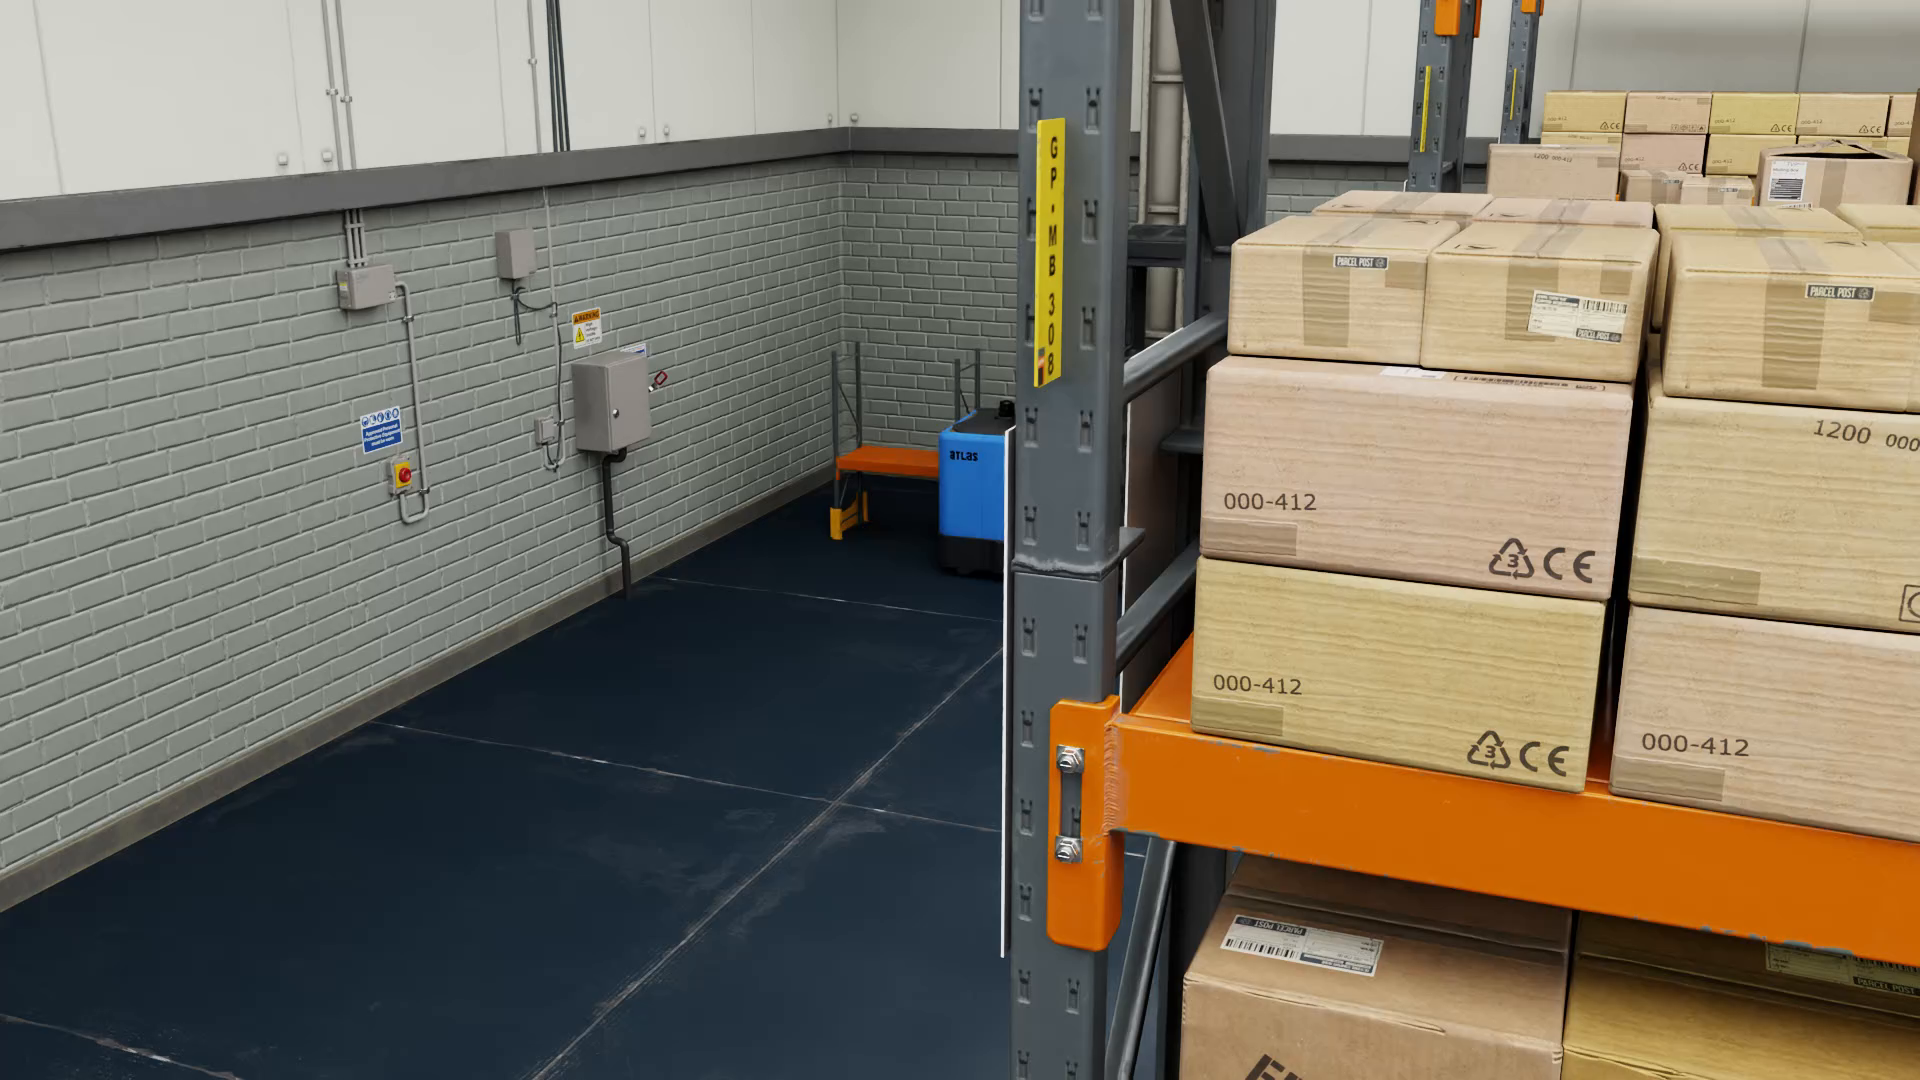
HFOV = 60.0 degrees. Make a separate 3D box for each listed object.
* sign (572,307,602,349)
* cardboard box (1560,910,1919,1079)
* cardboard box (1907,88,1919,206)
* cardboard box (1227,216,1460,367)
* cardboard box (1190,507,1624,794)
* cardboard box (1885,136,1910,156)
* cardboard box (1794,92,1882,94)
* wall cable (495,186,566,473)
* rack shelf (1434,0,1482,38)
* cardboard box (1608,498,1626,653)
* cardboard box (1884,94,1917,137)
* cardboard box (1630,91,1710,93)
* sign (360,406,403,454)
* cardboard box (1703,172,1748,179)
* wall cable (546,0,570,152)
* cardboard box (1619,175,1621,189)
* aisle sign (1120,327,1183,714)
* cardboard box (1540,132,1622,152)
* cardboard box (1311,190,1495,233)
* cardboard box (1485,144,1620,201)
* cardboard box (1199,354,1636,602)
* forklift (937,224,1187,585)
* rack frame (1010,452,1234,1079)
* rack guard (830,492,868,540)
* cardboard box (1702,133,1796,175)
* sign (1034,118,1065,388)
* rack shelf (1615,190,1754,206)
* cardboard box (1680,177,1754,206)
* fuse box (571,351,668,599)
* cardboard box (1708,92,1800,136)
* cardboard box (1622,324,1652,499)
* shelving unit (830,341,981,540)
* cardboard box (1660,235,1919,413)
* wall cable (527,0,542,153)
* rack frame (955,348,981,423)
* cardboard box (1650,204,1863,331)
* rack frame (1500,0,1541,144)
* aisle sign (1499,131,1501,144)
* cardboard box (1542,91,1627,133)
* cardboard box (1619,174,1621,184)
[{"bbox_3d":[-2.526,-1.438,11.265,0.001,0.242,0.339,6,17,21],"label":"sign"},{"bbox_3d":[1.104,0.854,2.345,0.500,0.500,0.500,7,18,22],"label":"cardboard box"},{"bbox_3d":[3.855,-1.427,6.216,0.500,0.500,0.500,7,17,22],"label":"cardboard box"},{"bbox_3d":[0.530,-0.347,2.267,0.250,0.149,0.380,6,17,20],"label":"cardboard box"},{"bbox_3d":[0.636,0.104,2.323,0.500,0.250,0.500,7,18,23],"label":"cardboard box"},{"bbox_3d":[6.073,-2.414,10.463,0.500,0.250,0.500,7,17,22],"label":"cardboard box"},{"bbox_3d":[5.791,-2.838,11.029,0.500,0.250,0.500,6,17,21],"label":"cardboard box"},{"bbox_3d":[-2.710,-1.361,10.661,0.122,1.984,0.588,6,17,21],"label":"wall cable"},{"bbox_3d":[3.895,-2.073,6.180,4.000,0.370,1.077,6,17,21],"label":"rack shelf"},{"bbox_3d":[0.832,-0.030,2.786,0.500,0.250,0.500,6,17,19],"label":"cardboard box"},{"bbox_3d":[6.072,-2.657,10.403,0.500,0.250,0.500,7,17,22],"label":"cardboard box"},{"bbox_3d":[4.852,-2.946,11.401,0.500,0.250,0.500,6,17,19],"label":"cardboard box"},{"bbox_3d":[-3.294,-0.628,9.472,0.001,0.218,0.327,6,17,21],"label":"sign"},{"bbox_3d":[4.990,-2.321,10.858,0.250,0.149,0.380,6,17,20],"label":"cardboard box"},{"bbox_3d":[-2.025,-4.255,11.623,0.133,3.039,2.988,6,17,21],"label":"wall cable"},{"bbox_3d":[4.549,-2.398,11.123,0.250,0.149,0.380,6,17,21],"label":"cardboard box"},{"bbox_3d":[0.354,0.027,3.039,0.004,0.787,0.394,6,17,21],"label":"aisle sign"},{"bbox_3d":[4.165,-2.617,11.162,0.500,0.250,0.500,6,17,20],"label":"cardboard box"},{"bbox_3d":[0.729,-0.482,2.730,0.250,0.149,0.380,6,17,20],"label":"cardboard box"},{"bbox_3d":[2.486,-1.529,7.017,0.500,0.250,0.500,5,17,16],"label":"cardboard box"},{"bbox_3d":[0.635,-0.135,2.250,0.500,0.250,0.500,7,17,22],"label":"cardboard box"},{"bbox_3d":[1.406,-1.156,11.899,3.031,2.935,1.130,5,17,17],"label":"forklift"},{"bbox_3d":[0.312,1.360,3.107,0.127,3.000,1.000,6,17,21],"label":"rack frame"},{"bbox_3d":[-0.892,-0.201,13.418,0.087,0.250,0.587,6,17,19],"label":"rack guard"},{"bbox_3d":[5.117,-2.514,10.809,0.500,0.250,0.500,6,17,19],"label":"cardboard box"},{"bbox_3d":[0.113,-0.359,2.082,0.005,0.325,0.100,6,17,21],"label":"sign"},{"bbox_3d":[5.713,-2.112,10.978,4.000,0.370,1.077,6,17,21],"label":"rack shelf"},{"bbox_3d":[2.962,-1.332,6.521,0.250,0.149,0.380,7,18,23],"label":"cardboard box"},{"bbox_3d":[-2.313,-0.416,11.536,0.414,1.711,0.539,6,17,21],"label":"fuse box"},{"bbox_3d":[5.112,-2.758,10.751,0.500,0.250,0.500,6,17,20],"label":"cardboard box"},{"bbox_3d":[0.834,-0.267,2.705,0.500,0.250,0.500,6,17,19],"label":"cardboard box"},{"bbox_3d":[-0.425,-0.753,13.079,1.083,1.500,0.587,6,17,19],"label":"shelving unit"},{"bbox_3d":[0.986,-0.270,2.000,0.250,0.149,0.380,6,17,21],"label":"cardboard box"},{"bbox_3d":[-3.082,-3.518,9.152,0.029,3.000,2.355,6,17,21],"label":"wall cable"},{"bbox_3d":[0.061,-0.704,12.908,0.032,1.500,0.500,6,17,19],"label":"rack frame"},{"bbox_3d":[1.162,-0.405,2.466,0.250,0.149,0.380,6,17,19],"label":"cardboard box"},{"bbox_3d":[3.852,-4.102,11.164,0.127,3.000,1.000,6,17,21],"label":"rack frame"},{"bbox_3d":[3.681,-2.401,11.400,0.004,0.787,0.394,6,17,21],"label":"aisle sign"},{"bbox_3d":[4.173,-2.862,11.112,0.500,0.250,0.500,6,17,20],"label":"cardboard box"},{"bbox_3d":[4.503,-2.557,11.673,0.250,0.149,0.380,7,17,22],"label":"cardboard box"}]
